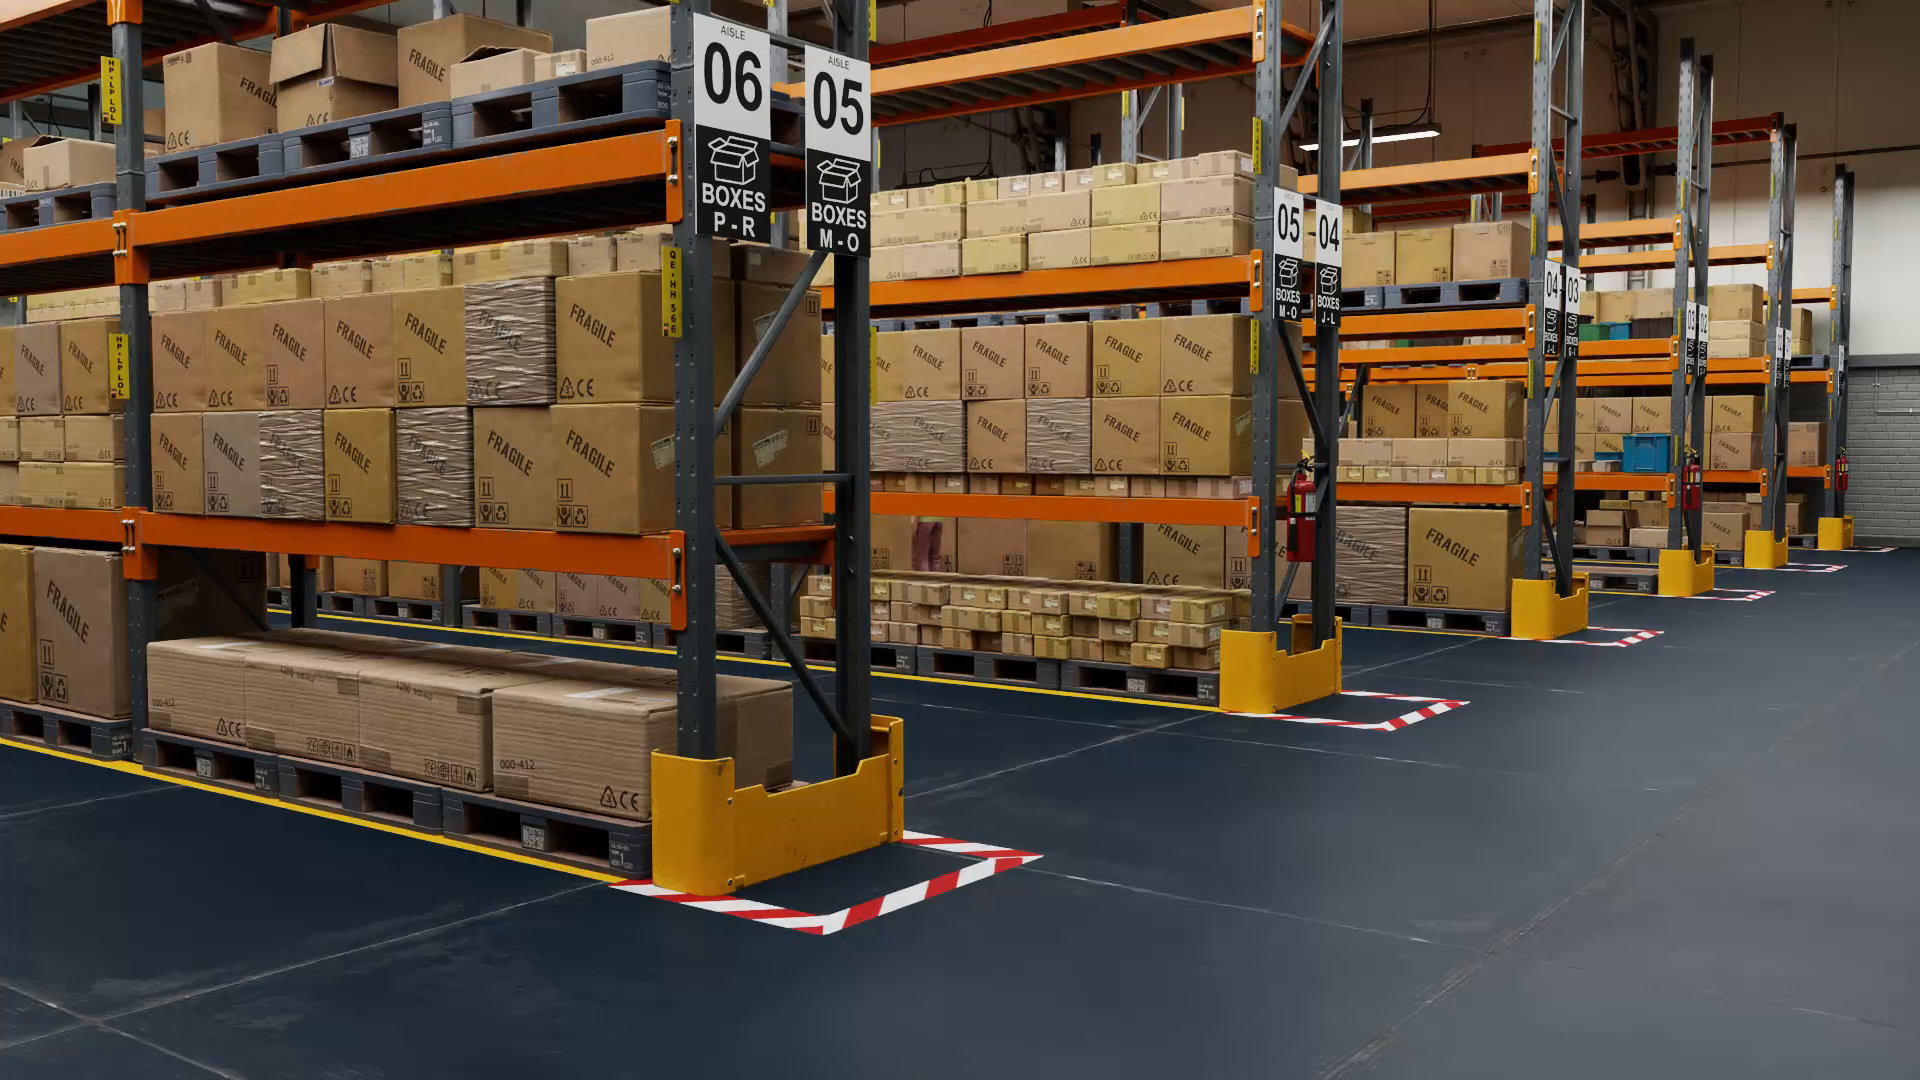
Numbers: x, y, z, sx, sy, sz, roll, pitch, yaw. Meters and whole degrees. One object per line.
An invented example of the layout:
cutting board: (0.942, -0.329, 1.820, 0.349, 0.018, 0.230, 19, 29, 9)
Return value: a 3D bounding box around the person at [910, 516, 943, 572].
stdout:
person: (-0.330, -0.117, 16.519, 0.386, 1.712, 0.451, 3, 4, 37)
